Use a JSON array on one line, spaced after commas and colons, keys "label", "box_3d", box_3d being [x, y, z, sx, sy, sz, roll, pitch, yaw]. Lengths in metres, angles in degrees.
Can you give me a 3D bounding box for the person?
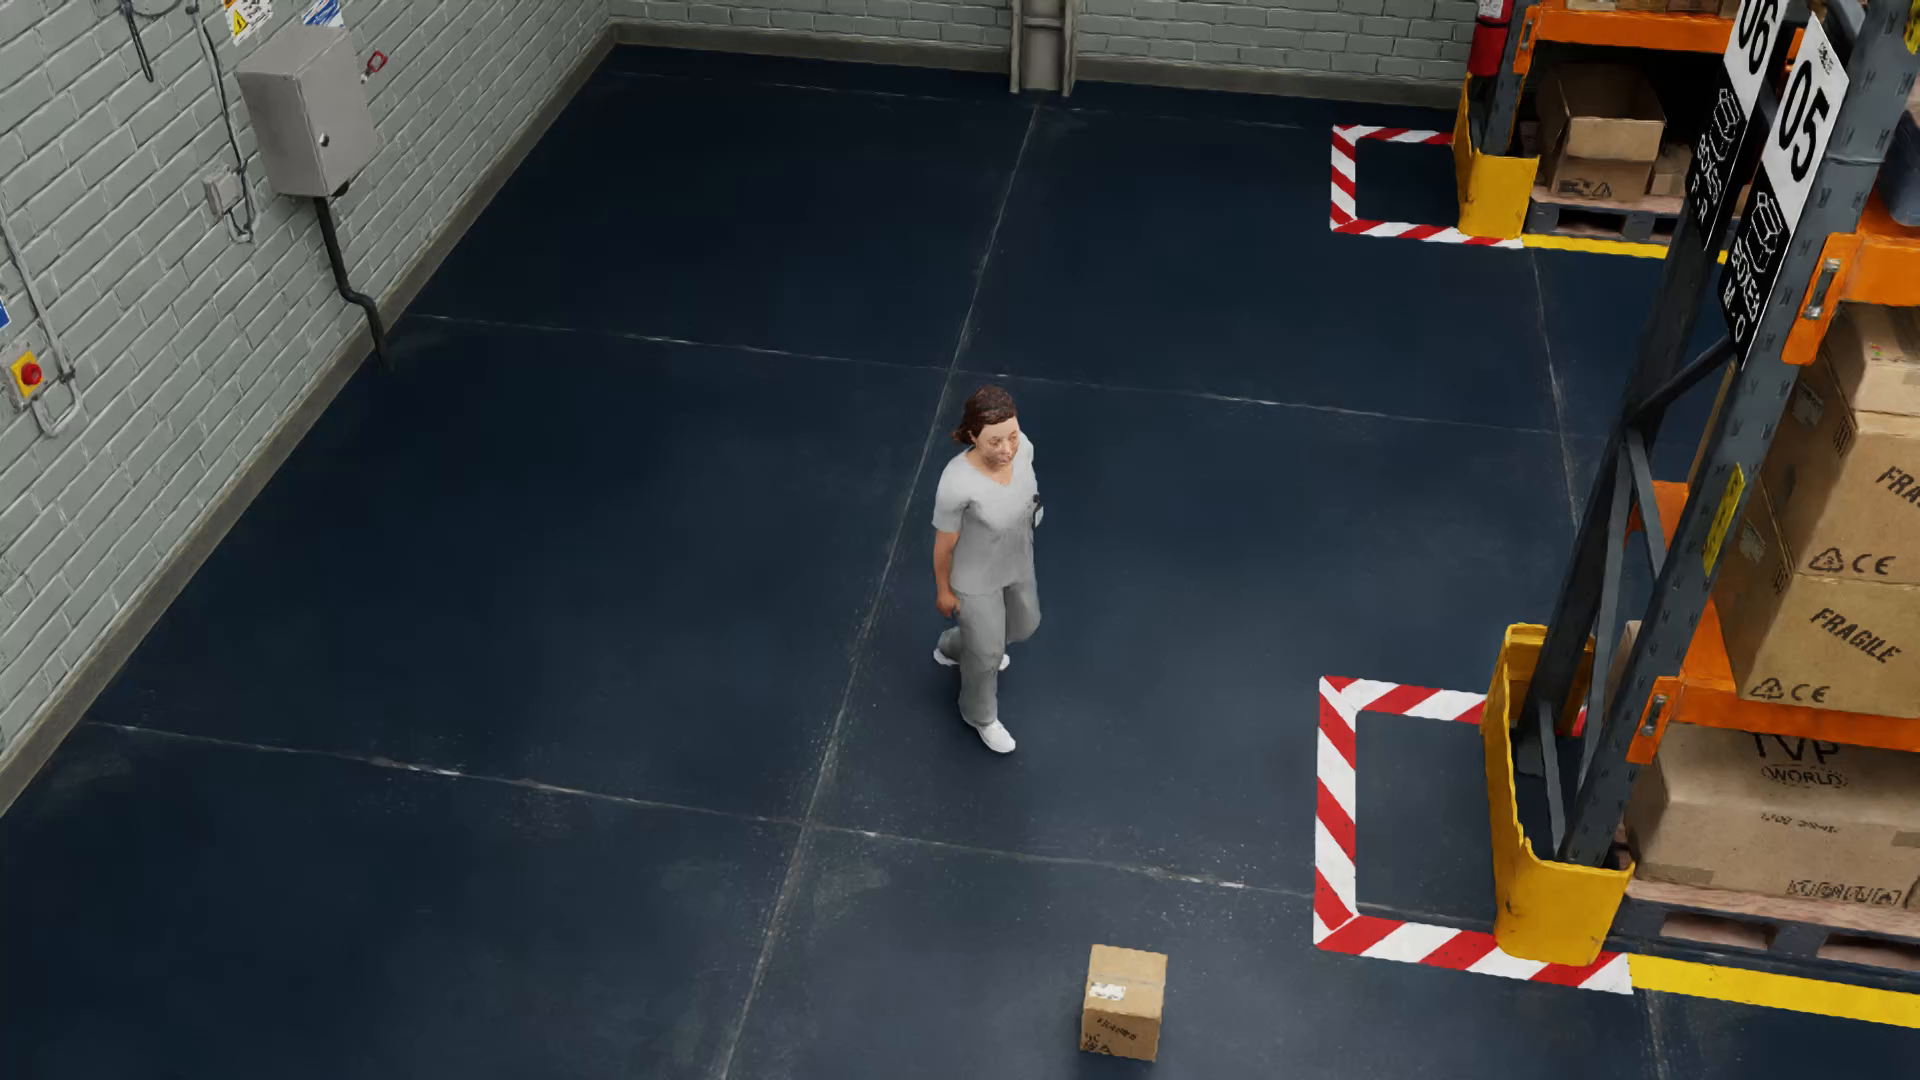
[{"label": "person", "box_3d": [0.051, 0.065, 6.087, 0.530, 1.663, 0.504, 33, 50, 32]}]
